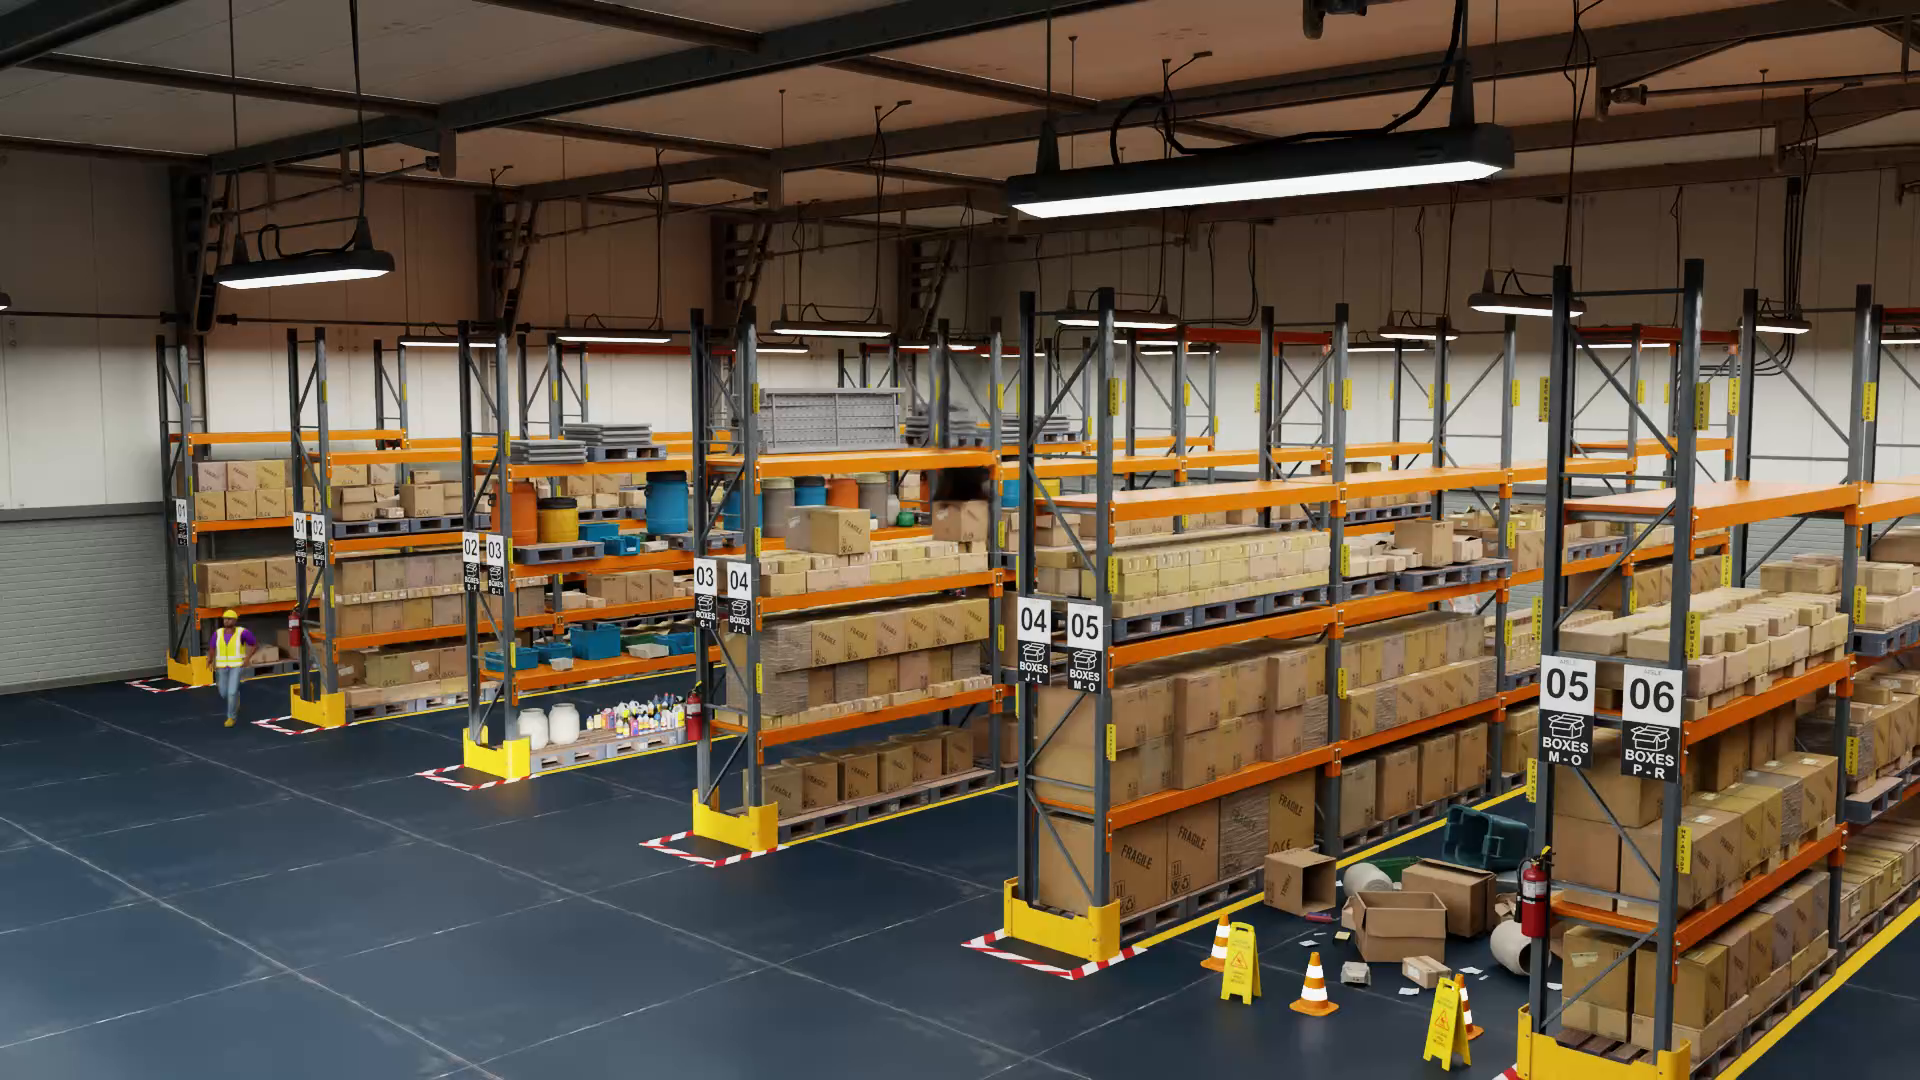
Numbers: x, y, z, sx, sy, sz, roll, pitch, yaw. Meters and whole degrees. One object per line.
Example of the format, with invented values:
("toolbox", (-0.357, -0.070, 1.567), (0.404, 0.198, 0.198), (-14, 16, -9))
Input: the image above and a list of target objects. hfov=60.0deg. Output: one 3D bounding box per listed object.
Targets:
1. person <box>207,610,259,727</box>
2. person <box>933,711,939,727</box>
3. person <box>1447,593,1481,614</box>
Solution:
("person", (-11.100, 1.932, 25.391), (0.711, 1.749, 0.738), (0, 5, -4))
("person", (-0.360, 2.018, 24.790), (0.570, 1.661, 0.553), (3, 6, 30))
("person", (9.491, 1.371, 31.314), (0.672, 1.741, 0.652), (-1, 6, -15))
